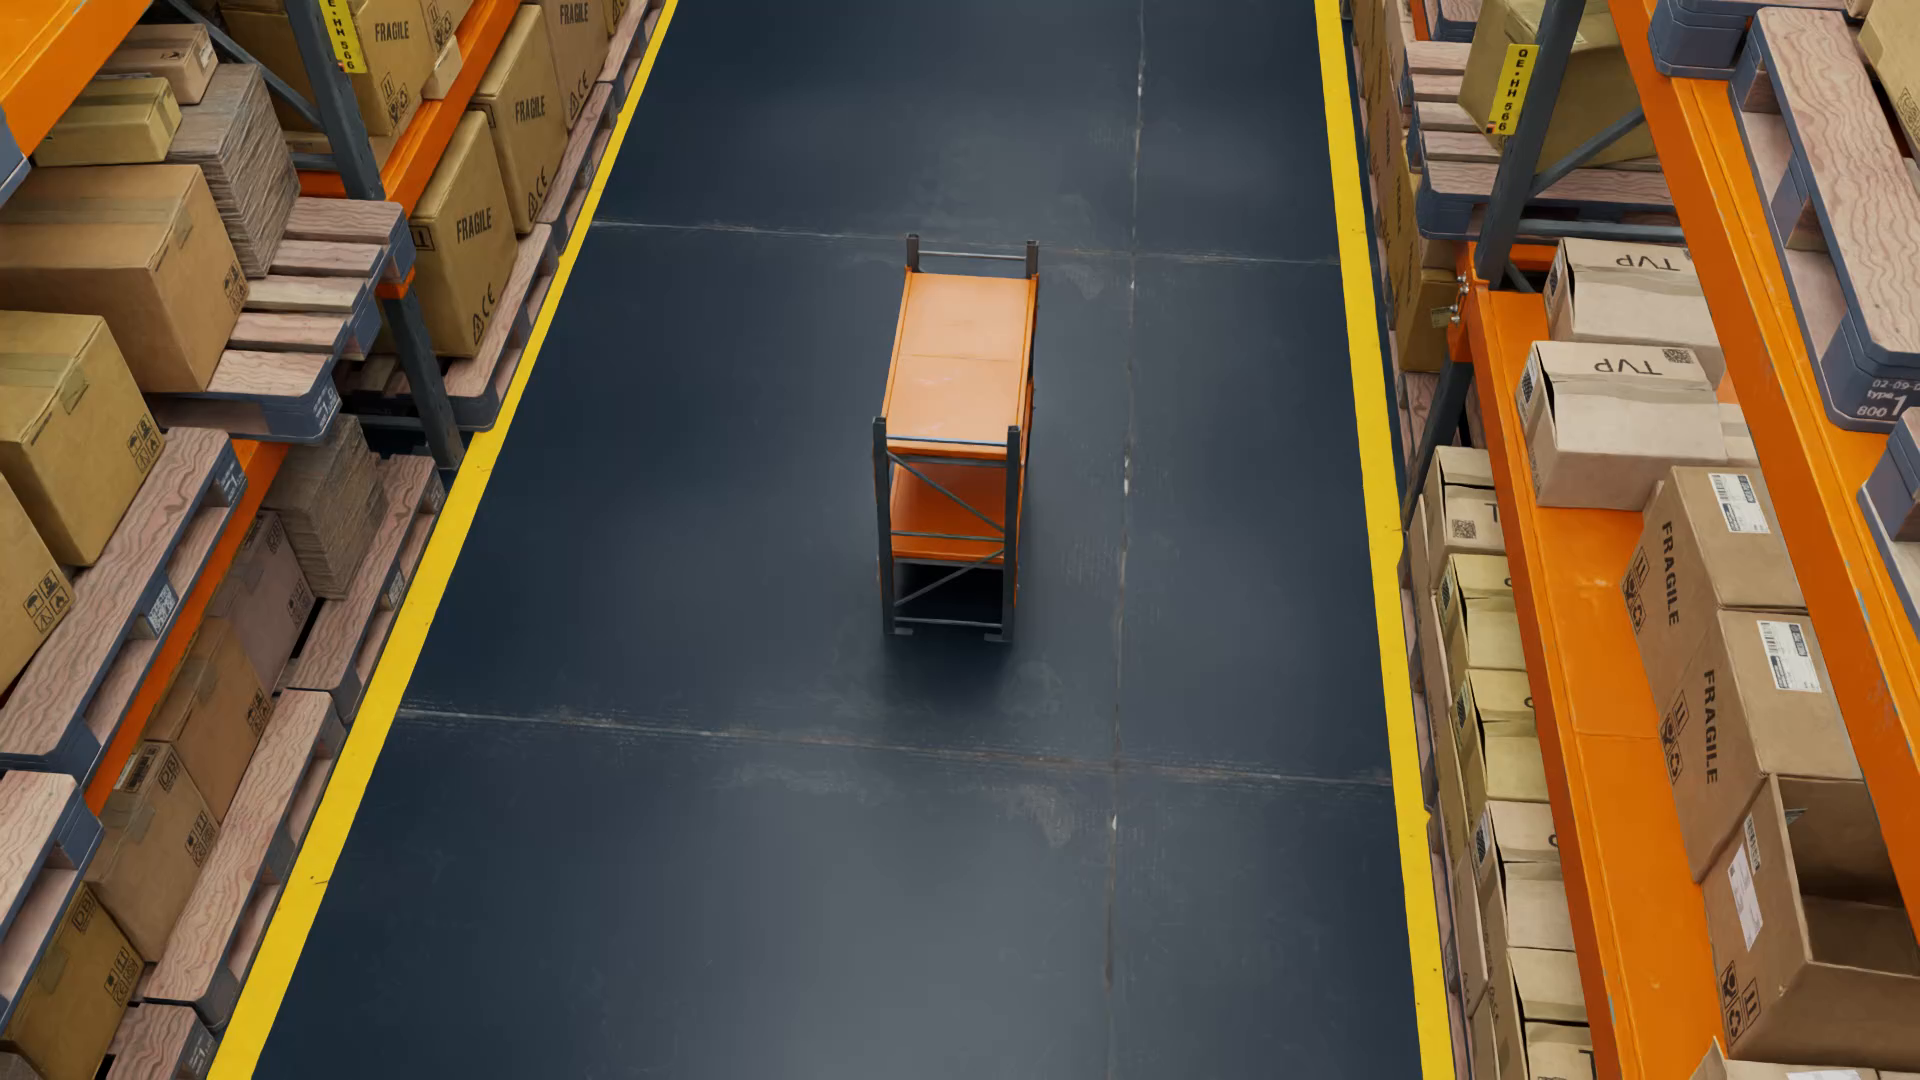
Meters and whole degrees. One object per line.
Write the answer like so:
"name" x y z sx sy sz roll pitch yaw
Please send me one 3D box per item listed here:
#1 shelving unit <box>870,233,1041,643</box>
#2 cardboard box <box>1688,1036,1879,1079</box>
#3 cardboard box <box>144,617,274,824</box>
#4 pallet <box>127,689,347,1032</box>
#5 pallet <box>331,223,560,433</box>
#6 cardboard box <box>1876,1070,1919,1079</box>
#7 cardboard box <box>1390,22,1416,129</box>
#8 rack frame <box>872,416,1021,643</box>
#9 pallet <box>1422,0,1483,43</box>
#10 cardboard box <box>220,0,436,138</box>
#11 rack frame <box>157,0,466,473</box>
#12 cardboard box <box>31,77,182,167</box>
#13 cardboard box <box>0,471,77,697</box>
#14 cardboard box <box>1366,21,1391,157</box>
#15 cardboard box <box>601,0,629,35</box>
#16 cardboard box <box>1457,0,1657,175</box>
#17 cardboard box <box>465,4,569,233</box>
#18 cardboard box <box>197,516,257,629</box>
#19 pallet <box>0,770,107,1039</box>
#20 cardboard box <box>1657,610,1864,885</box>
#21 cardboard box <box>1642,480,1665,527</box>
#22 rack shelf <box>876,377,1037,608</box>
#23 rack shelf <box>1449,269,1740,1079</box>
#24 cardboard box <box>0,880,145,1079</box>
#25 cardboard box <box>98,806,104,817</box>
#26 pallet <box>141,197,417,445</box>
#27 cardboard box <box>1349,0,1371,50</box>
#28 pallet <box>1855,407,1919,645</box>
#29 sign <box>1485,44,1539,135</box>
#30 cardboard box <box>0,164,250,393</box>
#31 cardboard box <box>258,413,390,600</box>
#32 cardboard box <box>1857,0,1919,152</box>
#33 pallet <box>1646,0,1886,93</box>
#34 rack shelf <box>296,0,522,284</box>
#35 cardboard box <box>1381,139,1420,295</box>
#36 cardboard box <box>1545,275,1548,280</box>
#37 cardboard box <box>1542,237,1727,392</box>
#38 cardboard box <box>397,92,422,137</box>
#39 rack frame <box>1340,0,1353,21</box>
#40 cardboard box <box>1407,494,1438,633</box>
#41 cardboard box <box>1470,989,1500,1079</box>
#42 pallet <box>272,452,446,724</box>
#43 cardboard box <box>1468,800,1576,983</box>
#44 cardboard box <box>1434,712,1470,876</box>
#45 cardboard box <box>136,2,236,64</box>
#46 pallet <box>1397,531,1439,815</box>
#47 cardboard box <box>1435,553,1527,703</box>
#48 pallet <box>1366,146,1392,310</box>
"shelving unit" 0.001 -0.385 6.365 0.538 1.125 1.048 4 48 4
"cardboard box" 1.846 1.279 3.664 0.396 0.266 0.258 3 48 3
"cardboard box" -2.814 0.588 5.601 0.700 0.500 0.500 4 48 3
"pallet" -2.807 1.032 5.689 1.003 0.211 1.213 4 48 4
"pallet" -2.474 -1.011 7.557 1.003 0.211 1.213 4 48 4
"cardboard box" 2.233 1.340 3.688 0.380 0.149 0.250 4 48 4
"cardboard box" 2.254 -2.102 7.553 0.500 0.250 0.500 3 48 3
"rack frame" -0.046 -0.011 6.024 0.500 1.125 0.032 4 48 4
"pallet" 2.486 -2.412 7.079 1.003 0.211 1.213 4 48 4
"cardboard box" -2.321 -1.858 6.160 0.500 0.500 0.500 5 48 5
"rack frame" -2.620 -1.377 6.003 1.000 3.000 0.127 4 48 4
"cardboard box" -2.637 -1.286 5.114 0.380 0.149 0.250 -3 48 -3
"cardboard box" -2.818 0.112 4.275 0.700 0.500 0.500 10 48 9
"cardboard box" 2.300 -2.193 8.145 0.500 0.500 0.500 4 48 4
"cardboard box" -2.186 -3.247 8.885 0.750 0.750 0.750 4 48 4
"cardboard box" 2.258 -1.693 5.939 0.700 0.500 0.500 -11 48 -10
"cardboard box" -2.337 -1.969 7.716 0.750 0.750 0.750 4 48 3
"cardboard box" -2.748 0.012 5.620 0.500 0.250 0.500 5 48 4
"pallet" -2.770 1.075 3.890 1.003 0.211 1.213 4 48 4
"cardboard box" 2.128 0.540 4.181 0.500 0.500 0.500 4 48 4
"cardboard box" 2.253 -0.021 4.933 0.380 0.149 0.250 7 48 6
"rack shelf" 0.001 -0.220 6.546 0.538 0.278 1.000 4 48 4
"rack shelf" 2.131 0.665 4.622 1.077 0.370 4.000 4 48 4
"cardboard box" -2.937 1.332 4.921 0.700 0.500 0.500 3 48 3
"cardboard box" -2.854 0.756 4.940 0.500 0.250 0.500 3 48 2
"pallet" -2.579 -0.782 5.588 1.213 0.211 1.003 4 48 4
"cardboard box" 2.391 -2.952 8.839 0.500 0.500 0.500 2 48 2
"pallet" 2.016 0.295 2.570 0.805 0.209 1.217 2 48 2
"sign" 1.772 -1.441 5.330 0.100 0.325 0.005 4 48 4
"cardboard box" -2.677 -0.801 5.110 0.700 0.500 0.500 0 48 0
"cardboard box" -2.634 -0.150 6.276 0.700 0.500 0.500 4 48 4
"cardboard box" 2.234 -1.007 3.449 0.500 0.250 0.500 3 48 3
"pallet" 2.340 -1.491 4.202 1.213 0.211 1.003 6 48 5
"rack shelf" -2.438 -2.604 7.613 1.077 0.370 4.000 4 48 4
"cardboard box" 2.212 -1.435 7.452 0.500 0.500 0.500 2 48 2
"cardboard box" 2.681 -1.052 7.101 0.500 0.500 0.500 2 48 2
"cardboard box" 2.236 -0.753 5.492 0.500 0.311 0.500 7 48 6
"cardboard box" -2.328 -1.710 6.464 0.380 0.149 0.250 4 48 4
"rack frame" 2.678 -3.986 8.389 1.000 3.000 0.127 4 48 4
"cardboard box" 1.973 0.104 6.227 0.500 0.250 0.500 4 48 3
"cardboard box" 1.792 1.607 4.852 0.500 0.250 0.500 5 48 4
"pallet" -2.693 0.138 6.507 1.003 0.211 1.213 4 48 4
"cardboard box" 1.838 1.054 4.978 0.500 0.311 0.500 3 48 3
"cardboard box" 1.886 0.856 5.539 0.500 0.250 0.500 3 48 2
"cardboard box" -2.840 -1.883 6.183 0.500 0.500 0.500 4 48 4
"pallet" 2.199 0.496 6.179 1.003 0.211 1.213 4 48 4
"cardboard box" 1.933 0.302 5.666 0.500 0.311 0.500 3 48 3
"pallet" 2.532 -1.546 8.047 1.003 0.211 1.213 4 48 4
